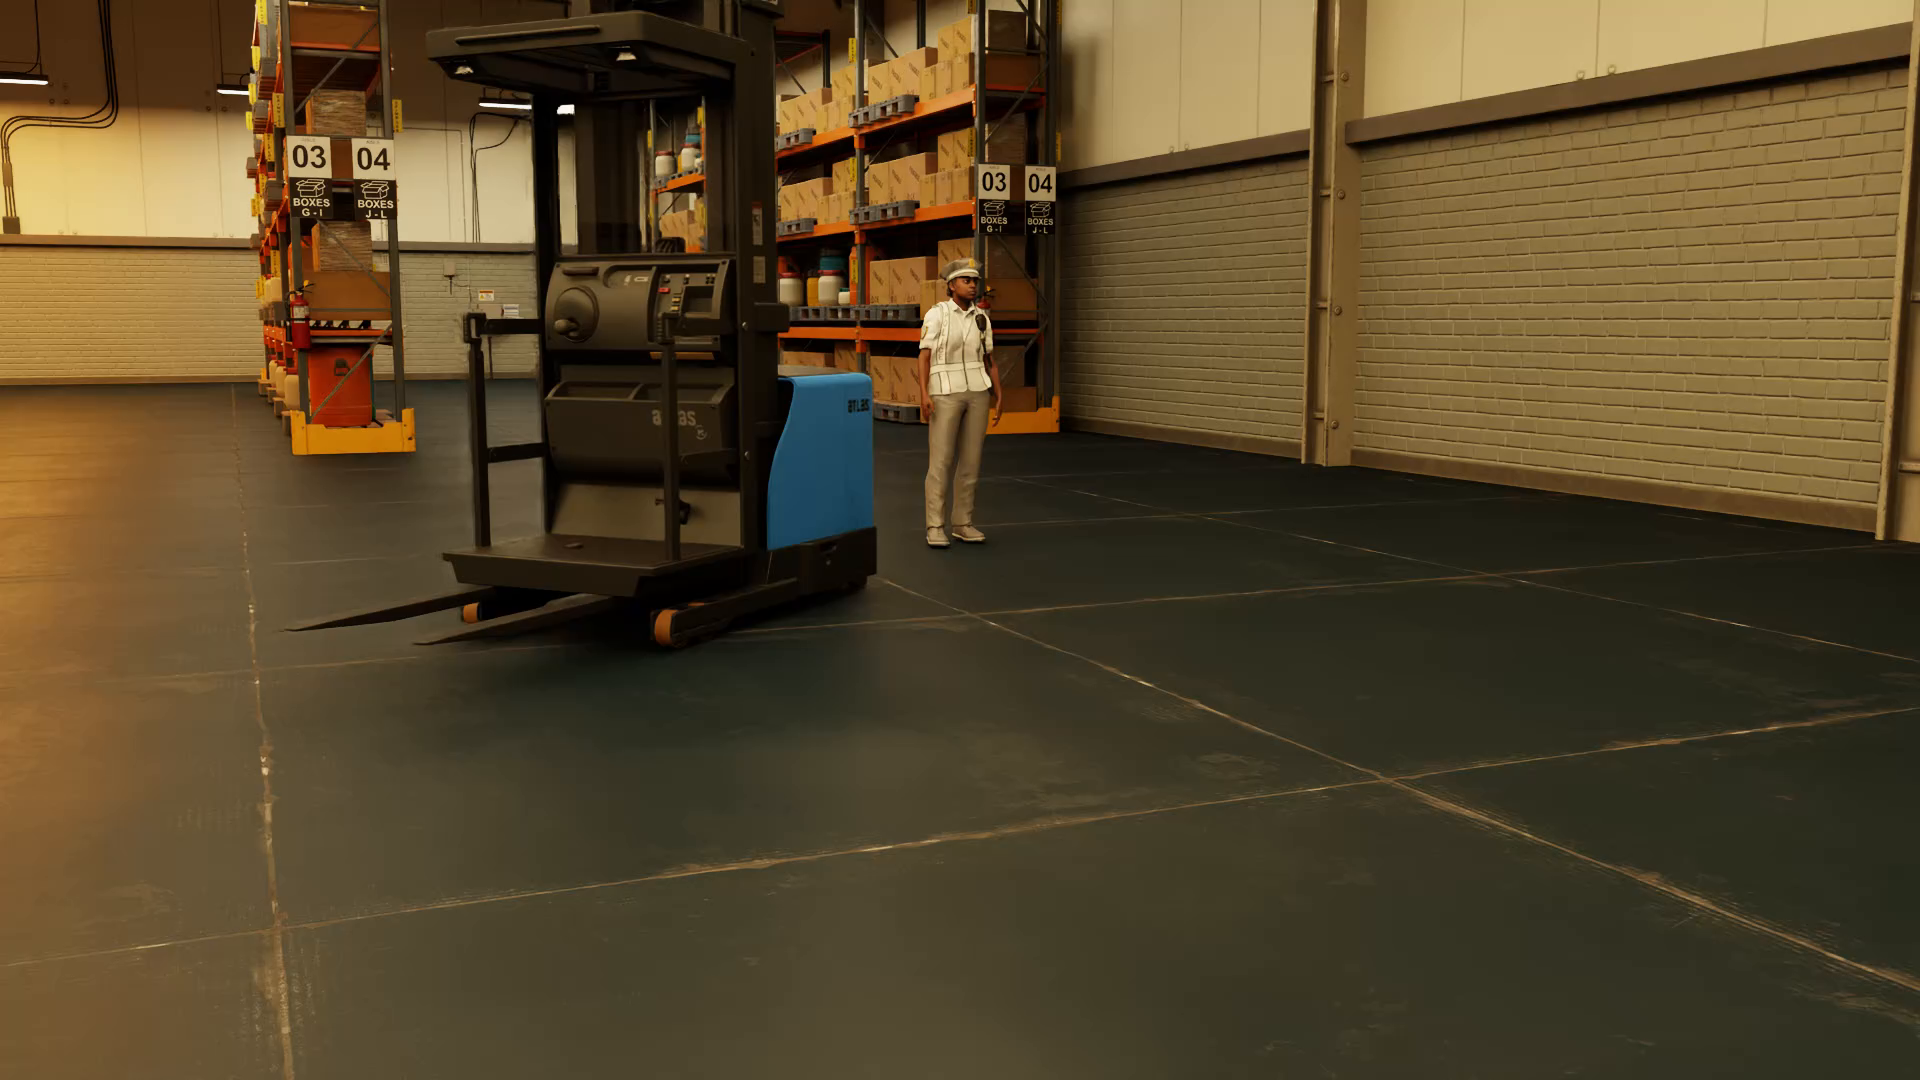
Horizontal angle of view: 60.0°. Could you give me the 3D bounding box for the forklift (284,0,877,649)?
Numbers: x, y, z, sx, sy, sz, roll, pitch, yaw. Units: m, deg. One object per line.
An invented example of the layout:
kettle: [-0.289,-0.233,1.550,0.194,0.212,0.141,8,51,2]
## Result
forklift: [-1.503,-1.072,7.074,1.130,2.935,3.031,4,8,25]

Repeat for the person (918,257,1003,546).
person: [0.012,-0.832,9.966,0.569,1.685,0.528,-3,8,-23]
